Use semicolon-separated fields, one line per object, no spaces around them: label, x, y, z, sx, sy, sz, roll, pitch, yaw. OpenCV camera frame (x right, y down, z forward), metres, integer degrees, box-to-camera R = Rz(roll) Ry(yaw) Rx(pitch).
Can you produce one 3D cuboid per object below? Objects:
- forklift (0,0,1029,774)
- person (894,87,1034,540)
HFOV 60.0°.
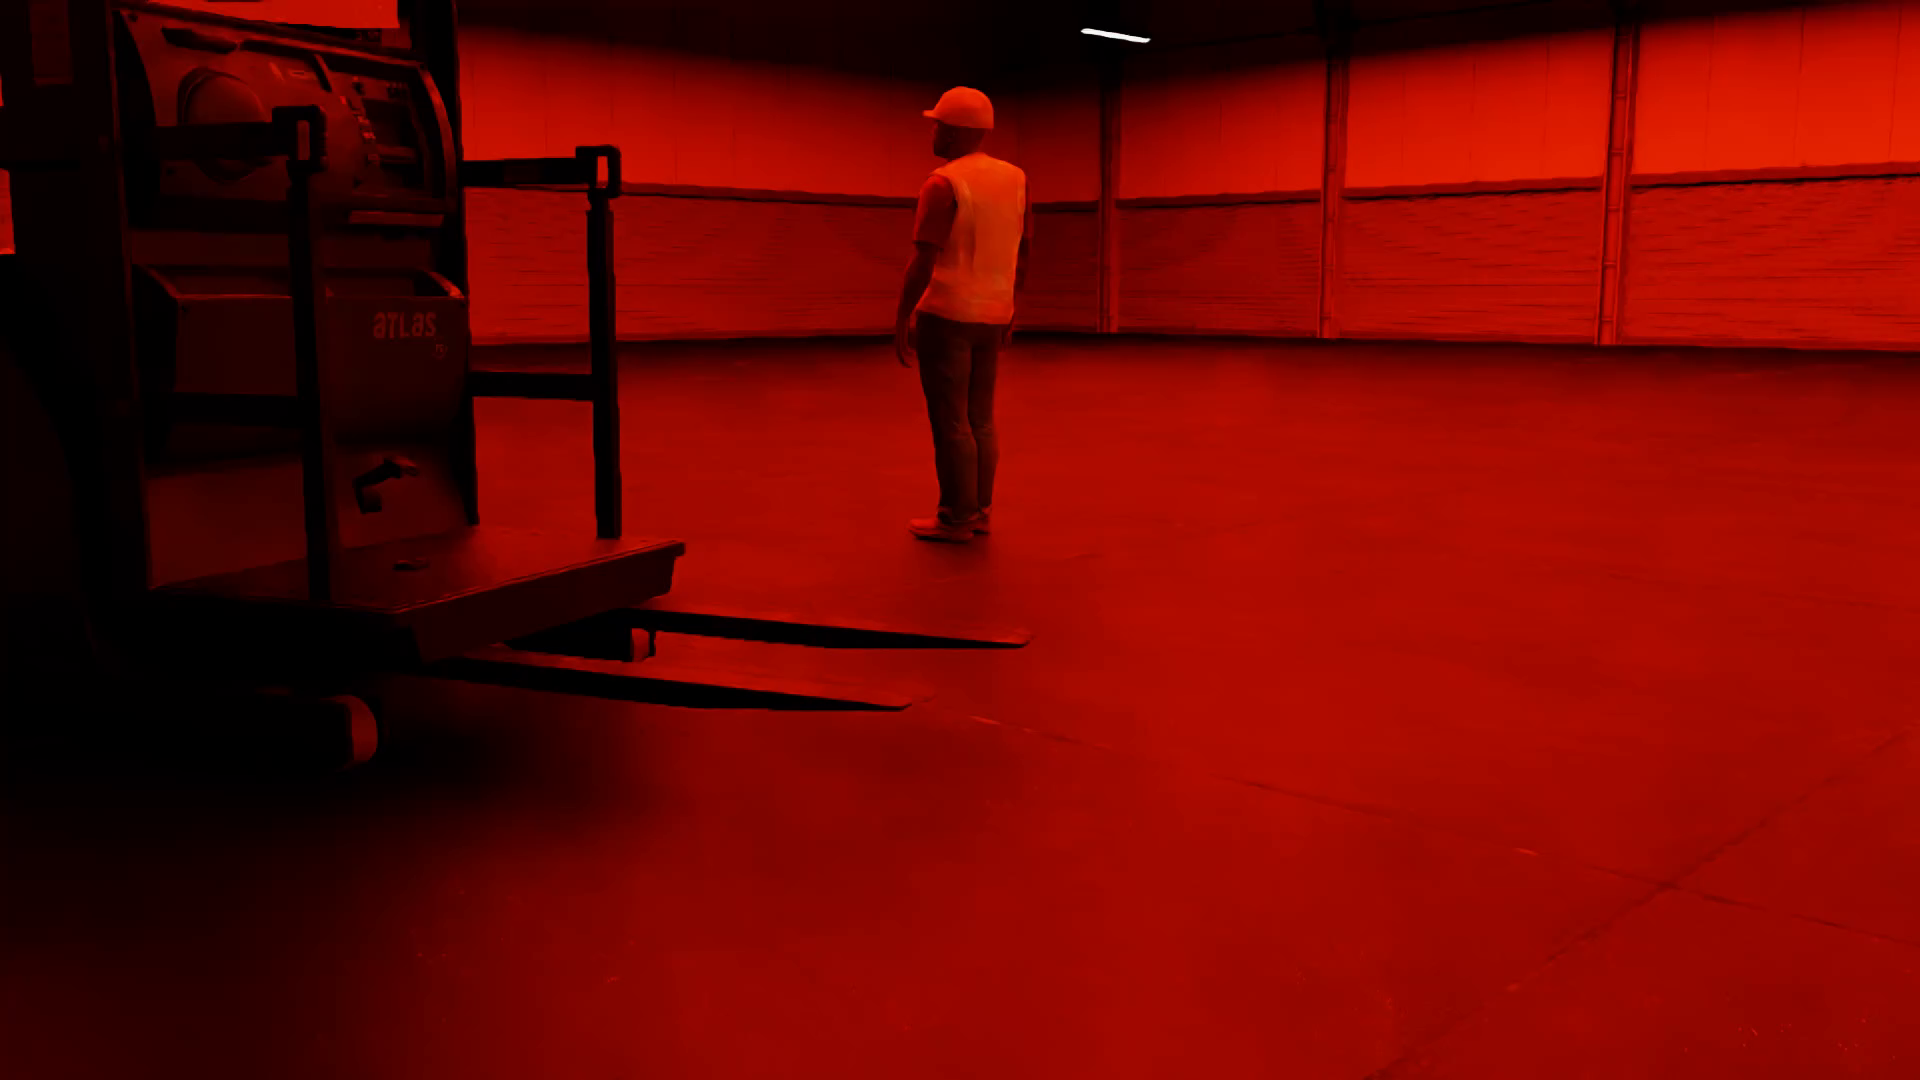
forklift;-1.361;-1.051;3.851;3.031;2.935;1.130;4;9;24
person;-0.046;-0.888;6.637;0.576;1.766;0.665;8;12;43
